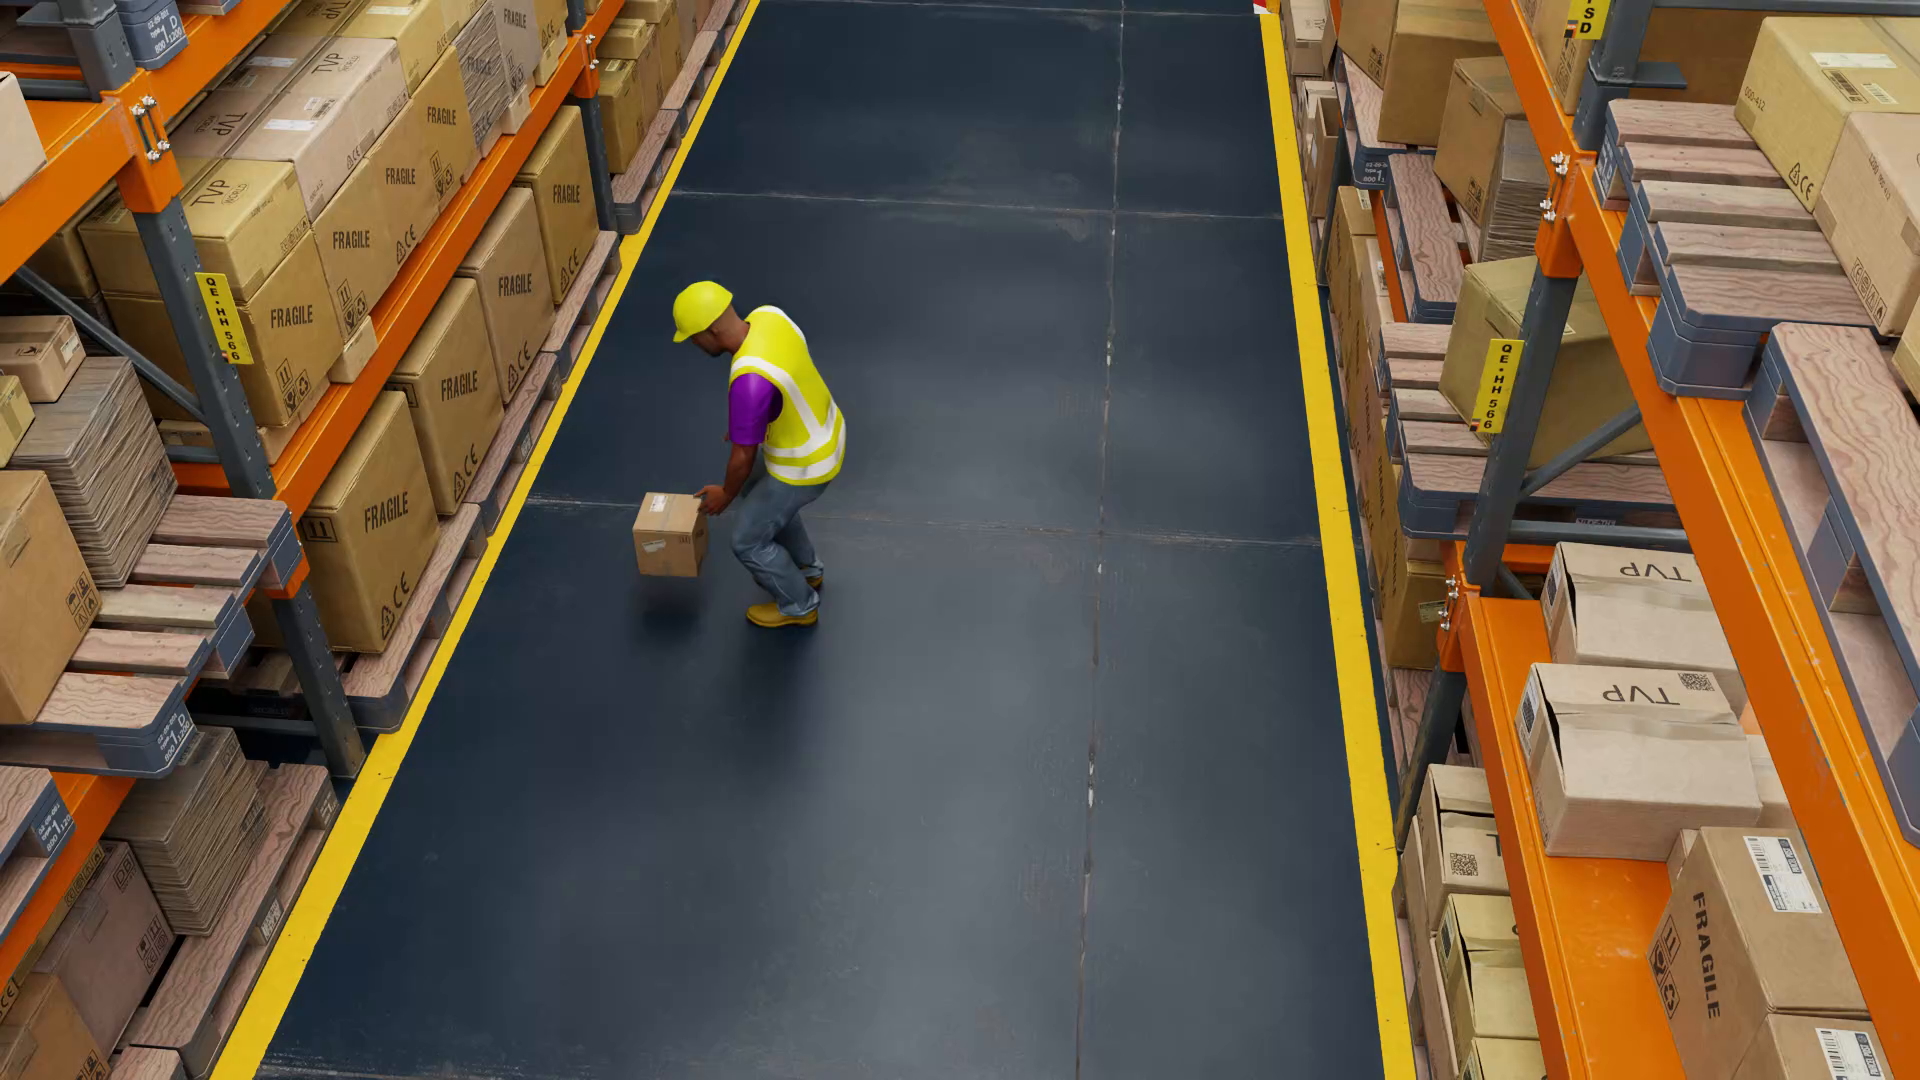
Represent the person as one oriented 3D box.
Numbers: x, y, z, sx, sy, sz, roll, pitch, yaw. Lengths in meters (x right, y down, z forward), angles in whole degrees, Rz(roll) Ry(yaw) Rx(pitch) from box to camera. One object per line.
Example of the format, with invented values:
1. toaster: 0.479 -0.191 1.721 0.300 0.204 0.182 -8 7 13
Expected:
1. person: 7.585 2.440 2.097 17.998 3.197 9.355 4 40 4
